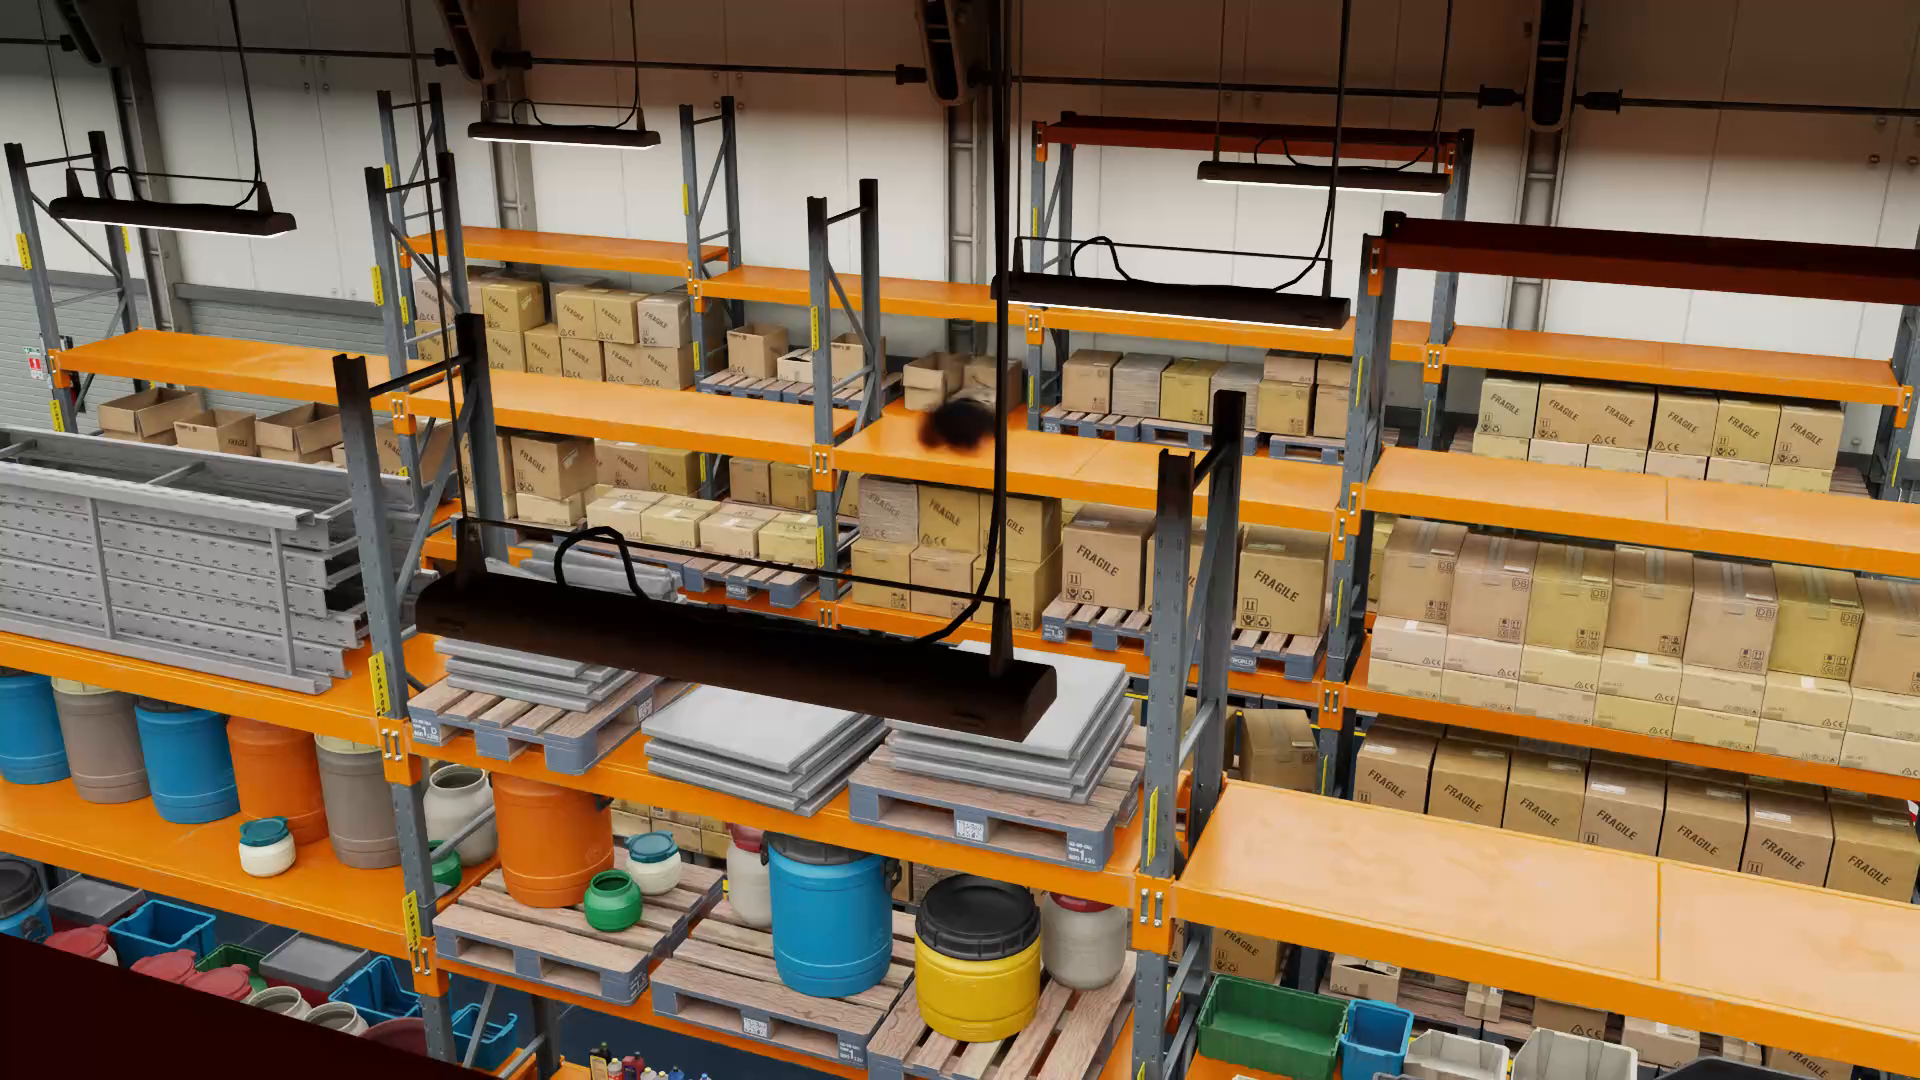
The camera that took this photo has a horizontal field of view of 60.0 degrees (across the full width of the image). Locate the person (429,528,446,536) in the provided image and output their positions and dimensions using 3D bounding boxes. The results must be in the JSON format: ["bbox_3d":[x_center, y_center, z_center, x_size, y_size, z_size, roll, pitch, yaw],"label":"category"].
[{"bbox_3d":[-5.734,0.559,18.683,0.514,1.627,0.677,-3,21,-9],"label":"person"}]
